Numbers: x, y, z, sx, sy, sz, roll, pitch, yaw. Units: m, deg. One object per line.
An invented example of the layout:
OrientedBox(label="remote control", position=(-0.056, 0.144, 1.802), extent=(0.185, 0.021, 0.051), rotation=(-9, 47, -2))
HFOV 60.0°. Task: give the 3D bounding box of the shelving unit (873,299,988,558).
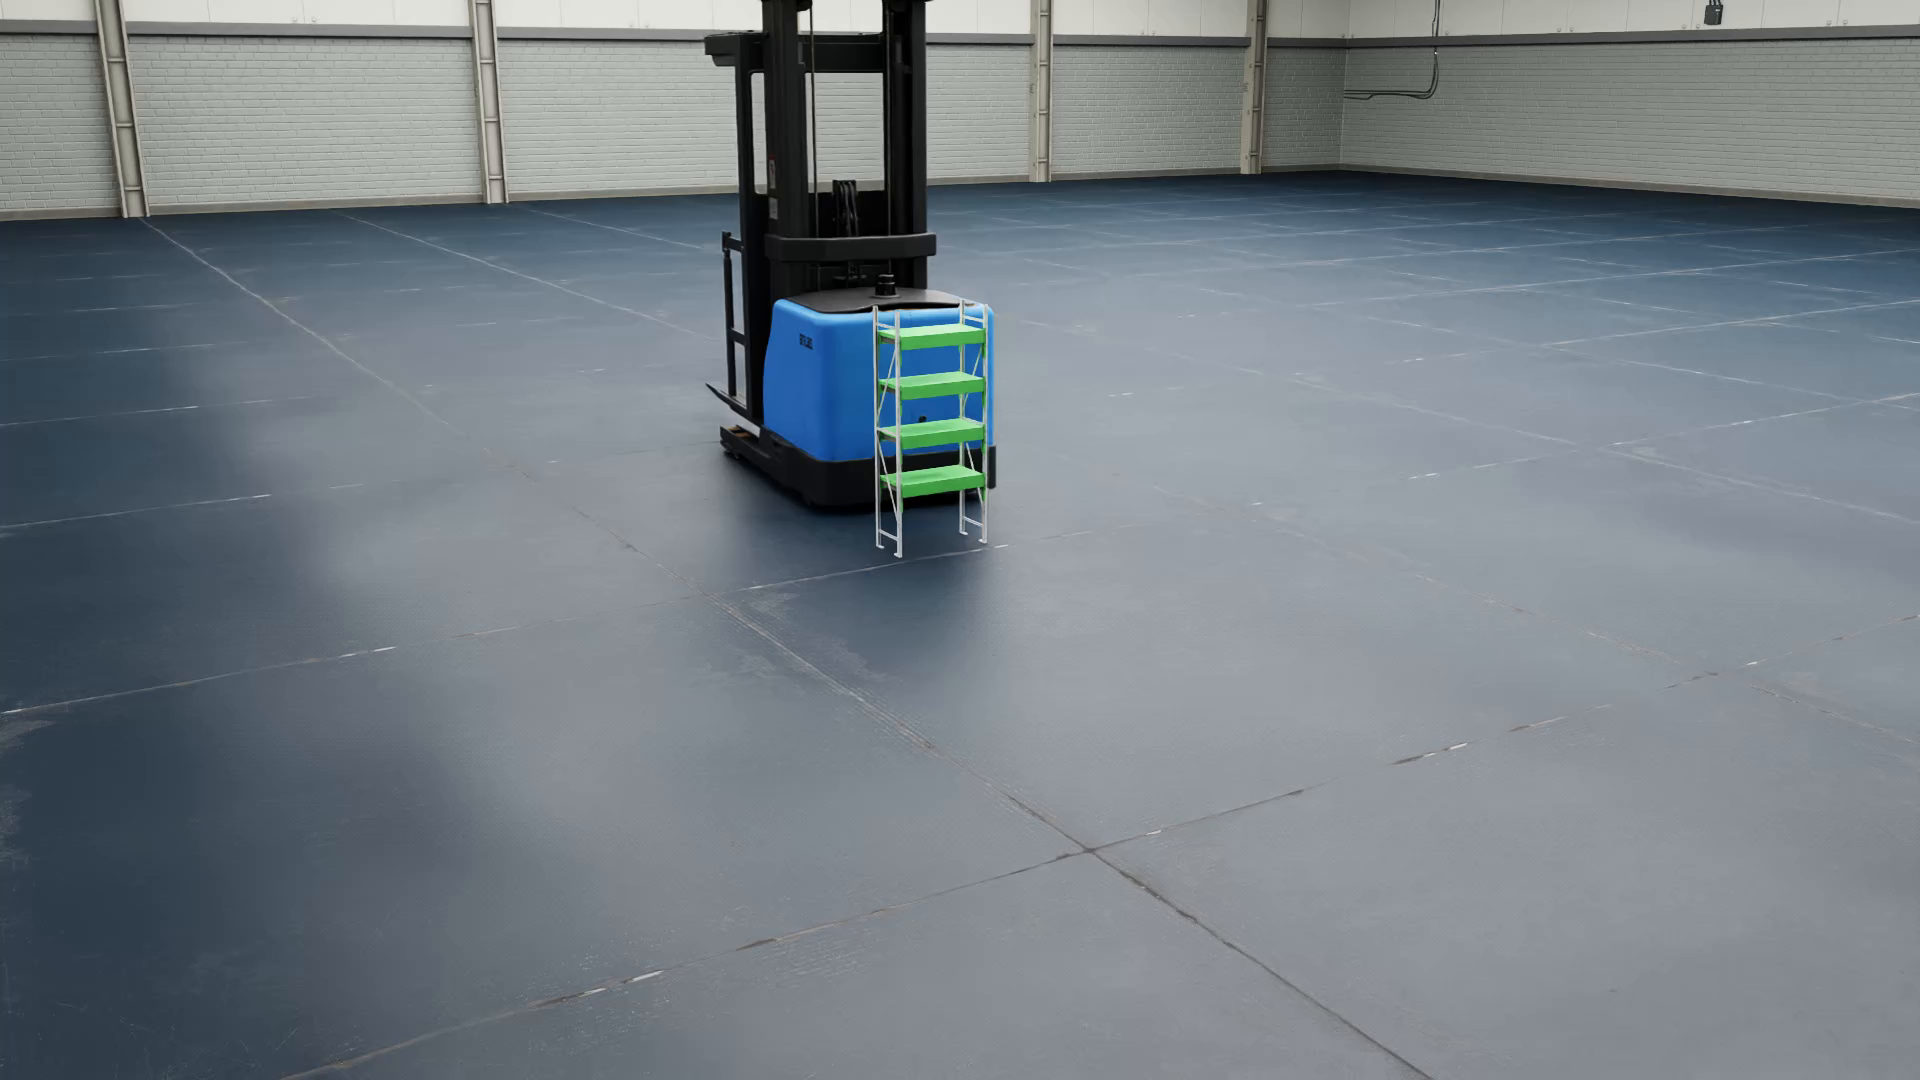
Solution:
OrientedBox(label="shelving unit", position=(-0.142, -0.555, 8.187), extent=(0.503, 1.200, 0.258), rotation=(-9, 18, -30))

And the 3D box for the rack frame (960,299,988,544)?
OrientedBox(label="rack frame", position=(0.067, -0.589, 8.308), extent=(0.015, 1.200, 0.240), rotation=(-9, 18, -30))

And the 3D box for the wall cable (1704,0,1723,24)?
OrientedBox(label="wall cable", position=(14.978, -12.585, 30.354), extent=(0.169, 6.003, 2.305), rotation=(-9, 18, -30))

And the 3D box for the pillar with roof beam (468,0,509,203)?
OrientedBox(label="pillar with roof beam", position=(-6.316, -9.545, 25.808), extent=(0.400, 9.000, 9.100), rotation=(-9, 18, -30))

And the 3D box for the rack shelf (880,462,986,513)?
OrientedBox(label="rack shelf", position=(-0.142, -0.262, 8.269), extent=(0.480, 0.148, 0.258), rotation=(-9, 18, -30))

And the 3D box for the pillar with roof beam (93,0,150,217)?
OrientedBox(label="pillar with roof beam", position=(-11.459, -8.710, 22.833), extent=(0.400, 9.000, 9.100), rotation=(-9, 18, -30))

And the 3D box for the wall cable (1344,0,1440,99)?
OrientedBox(label="wall cable", position=(10.103, -11.651, 39.076), extent=(0.112, 2.526, 3.097), rotation=(-9, 18, -30))

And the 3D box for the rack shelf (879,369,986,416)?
OrientedBox(label="rack shelf", position=(-0.142, -0.724, 8.139), extent=(0.480, 0.148, 0.258), rotation=(-9, 18, -30))

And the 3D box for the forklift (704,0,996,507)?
OrientedBox(label="forklift", position=(-0.846, -1.944, 9.936), extent=(1.130, 2.935, 3.031), rotation=(-7, 17, -22))

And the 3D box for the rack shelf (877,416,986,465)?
OrientedBox(label="rack shelf", position=(-0.142, -0.493, 8.204), extent=(0.480, 0.148, 0.258), rotation=(-9, 18, -30))

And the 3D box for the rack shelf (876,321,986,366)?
OrientedBox(label="rack shelf", position=(-0.142, -0.955, 8.075), extent=(0.480, 0.148, 0.258), rotation=(-9, 18, -30))

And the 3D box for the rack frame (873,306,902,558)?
OrientedBox(label="rack frame", position=(-0.351, -0.521, 8.066), extent=(0.015, 1.200, 0.240), rotation=(-9, 18, -30))

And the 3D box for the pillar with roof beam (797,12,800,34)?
OrientedBox(label="pillar with roof beam", position=(-1.173, -10.379, 28.783), extent=(0.400, 9.000, 9.100), rotation=(-9, 18, -30))

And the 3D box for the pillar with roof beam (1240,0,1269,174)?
OrientedBox(label="pillar with roof beam", position=(9.113, -12.047, 34.734), extent=(0.400, 9.000, 9.100), rotation=(-9, 18, -30))

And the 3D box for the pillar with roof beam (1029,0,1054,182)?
OrientedBox(label="pillar with roof beam", position=(3.970, -11.213, 31.759), extent=(0.400, 9.000, 9.100), rotation=(-9, 18, -30))
